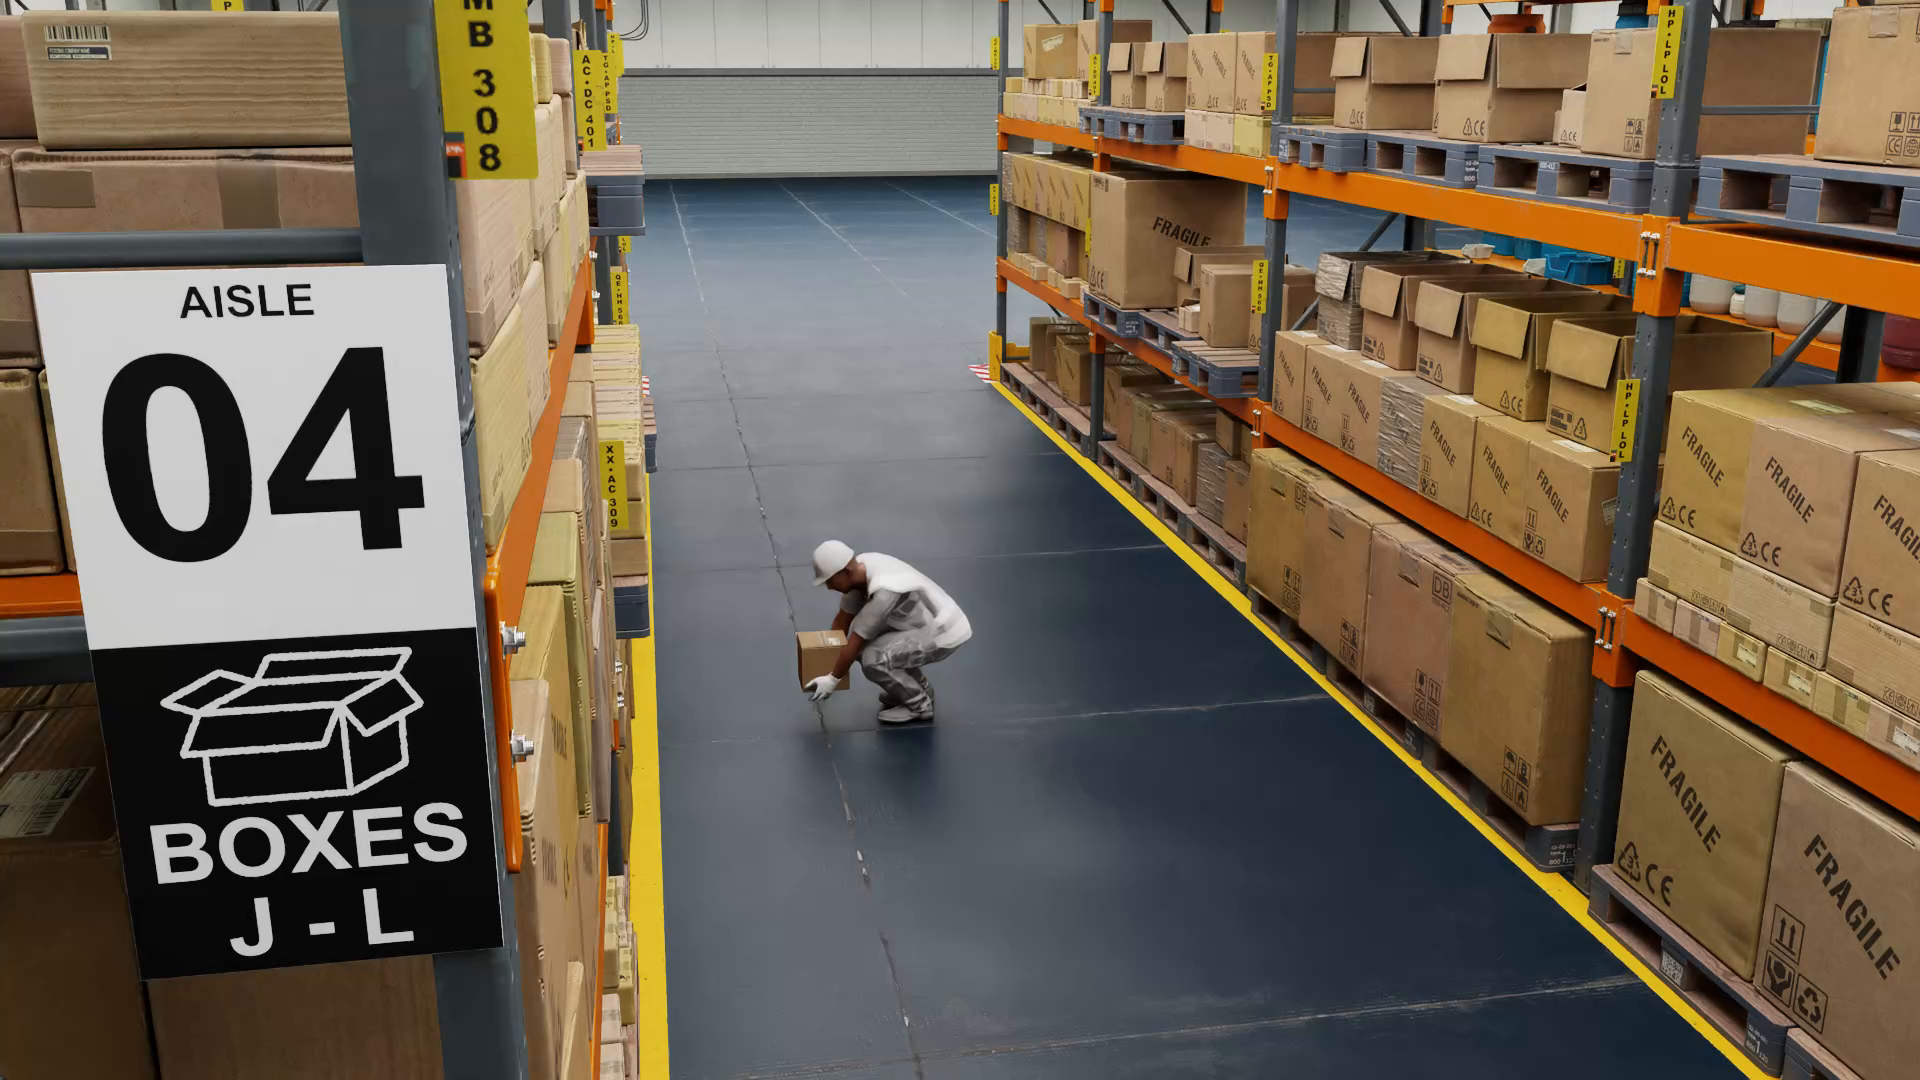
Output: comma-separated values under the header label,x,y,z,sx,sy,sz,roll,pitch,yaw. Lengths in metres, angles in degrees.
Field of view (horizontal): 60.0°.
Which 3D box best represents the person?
label,x,y,z,sx,sy,sz,roll,pitch,yaw
person,-0.393,0.462,8.819,0.907,1.006,0.563,-3,17,-11
